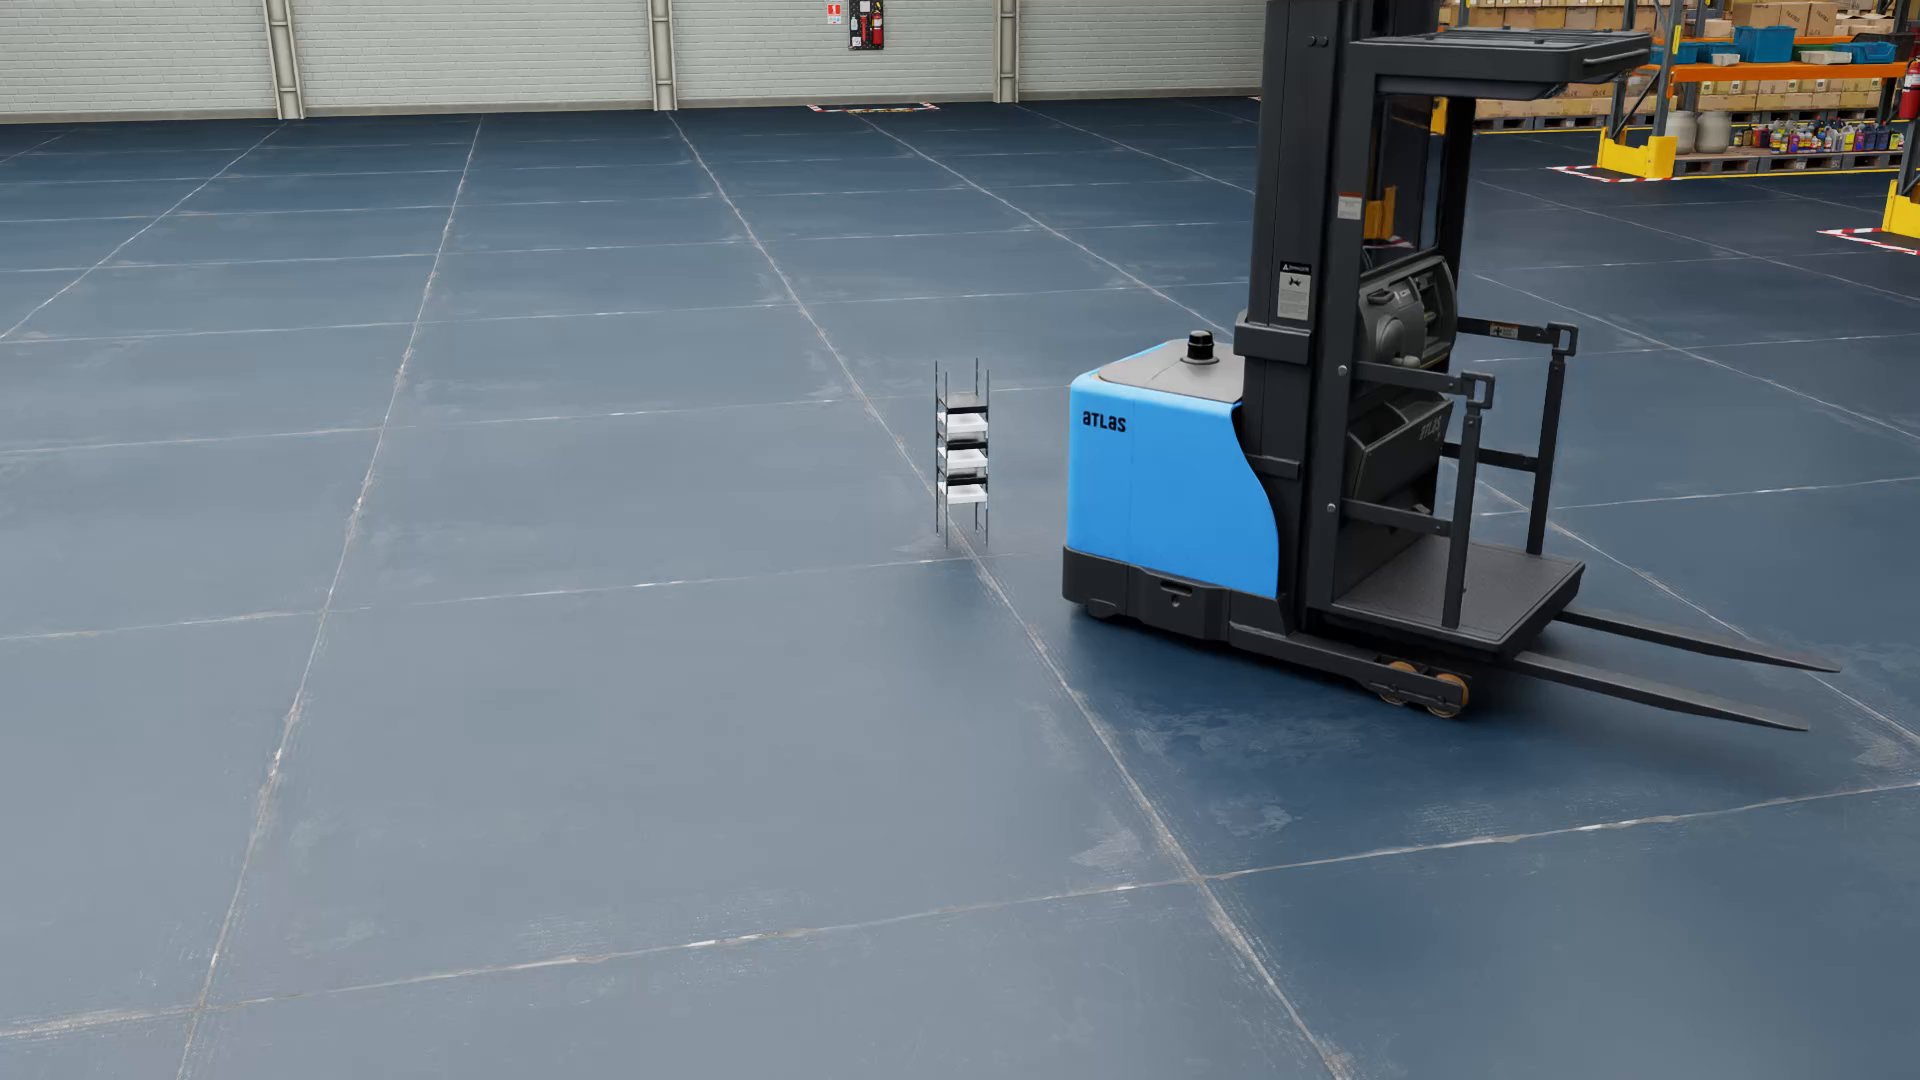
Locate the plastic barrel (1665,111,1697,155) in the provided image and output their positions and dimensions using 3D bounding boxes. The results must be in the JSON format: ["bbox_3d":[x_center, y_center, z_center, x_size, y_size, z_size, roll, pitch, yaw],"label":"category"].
[{"bbox_3d":[9.072,-5.147,21.010,0.421,0.512,0.421,0,20,0],"label":"plastic barrel"}]

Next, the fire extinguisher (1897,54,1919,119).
[{"bbox_3d":[9.372,-4.491,16.326,0.183,0.674,0.296,-5,21,-12],"label":"fire extinguisher"}]

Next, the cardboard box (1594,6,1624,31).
[{"bbox_3d":[9.775,-7.942,25.491,0.500,0.500,0.700,-4,21,-12],"label":"cardboard box"}]

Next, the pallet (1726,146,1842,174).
[{"bbox_3d":[10.489,-4.910,21.413,1.213,0.211,1.003,-5,21,-12],"label":"pallet"}]

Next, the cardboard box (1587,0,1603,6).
[{"bbox_3d":[9.497,-8.151,25.118,0.250,0.149,0.380,-4,20,-11],"label":"cardboard box"}]

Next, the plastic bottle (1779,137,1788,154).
[{"bbox_3d":[10.386,-4.980,20.978,0.097,0.201,0.097,0,20,0],"label":"plastic bottle"}]

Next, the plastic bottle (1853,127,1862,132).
[{"bbox_3d":[11.536,-5.169,21.386,0.135,0.276,0.152,-5,21,-12],"label":"plastic bottle"}]

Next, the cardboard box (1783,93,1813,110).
[{"bbox_3d":[13.152,-6.992,26.428,0.500,0.250,0.500,-4,21,-11],"label":"cardboard box"}]

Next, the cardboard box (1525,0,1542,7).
[{"bbox_3d":[8.490,-8.069,24.894,0.250,0.149,0.380,-5,21,-13],"label":"cardboard box"}]

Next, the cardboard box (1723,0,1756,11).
[{"bbox_3d":[14.487,-10.138,31.023,0.500,0.500,0.500,-4,21,-11],"label":"cardboard box"}]

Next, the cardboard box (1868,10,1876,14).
[{"bbox_3d":[17.344,-10.048,31.720,0.250,0.149,0.380,-4,21,-11],"label":"cardboard box"}]

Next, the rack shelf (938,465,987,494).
[{"bbox_3d":[0.008,-0.307,8.204,0.200,0.077,0.258,-5,21,-12],"label":"rack shelf"}]

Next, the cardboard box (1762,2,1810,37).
[{"bbox_3d":[12.957,-8.199,26.190,0.500,0.500,0.500,-5,21,-12],"label":"cardboard box"}]

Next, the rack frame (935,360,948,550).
[{"bbox_3d":[-0.091,-0.415,8.140,0.006,0.900,0.240,-5,21,-12],"label":"rack frame"}]

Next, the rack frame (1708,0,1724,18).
[{"bbox_3d":[13.955,-9.990,31.224,0.127,3.000,1.000,-5,21,-12],"label":"rack frame"}]

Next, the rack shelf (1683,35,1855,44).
[{"bbox_3d":[13.152,-7.836,26.390,4.000,0.370,1.077,-5,21,-12],"label":"rack shelf"}]

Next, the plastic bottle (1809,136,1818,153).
[{"bbox_3d":[10.813,-5.015,21.072,0.097,0.201,0.097,0,20,0],"label":"plastic bottle"}]

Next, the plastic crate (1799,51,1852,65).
[{"bbox_3d":[10.820,-6.020,20.770,0.437,0.136,0.530,-5,21,-12],"label":"plastic crate"}]

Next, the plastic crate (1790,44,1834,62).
[{"bbox_3d":[10.956,-6.244,21.308,0.662,0.188,0.450,-5,21,-12],"label":"plastic crate"}]

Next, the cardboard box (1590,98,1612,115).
[{"bbox_3d":[9.833,-6.731,25.714,0.500,0.250,0.500,-5,21,-12],"label":"cardboard box"}]

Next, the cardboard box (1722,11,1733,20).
[{"bbox_3d":[14.329,-9.830,31.123,0.250,0.149,0.380,-5,21,-13],"label":"cardboard box"}]

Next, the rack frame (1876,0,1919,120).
[{"bbox_3d":[15.099,-8.332,26.698,0.127,3.000,1.000,-5,21,-12],"label":"rack frame"}]

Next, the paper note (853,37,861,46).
[{"bbox_3d":[-1.789,-8.639,28.818,0.142,0.148,0.016,-5,21,-12],"label":"paper note"}]

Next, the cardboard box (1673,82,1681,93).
[{"bbox_3d":[11.534,-7.313,26.488,0.500,0.311,0.500,-5,21,-12],"label":"cardboard box"}]

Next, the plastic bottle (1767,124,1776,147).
[{"bbox_3d":[10.522,-5.282,21.692,0.135,0.276,0.152,-5,21,-14],"label":"plastic bottle"}]

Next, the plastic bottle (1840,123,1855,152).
[{"bbox_3d":[11.281,-5.131,21.173,0.185,0.351,0.144,-5,21,-13],"label":"plastic bottle"}]

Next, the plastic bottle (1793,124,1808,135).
[{"bbox_3d":[10.922,-5.263,21.642,0.135,0.276,0.152,-5,21,-12],"label":"plastic bottle"}]

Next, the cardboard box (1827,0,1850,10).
[{"bbox_3d":[16.471,-10.301,31.467,0.500,0.500,0.500,-5,21,-12],"label":"cardboard box"}]

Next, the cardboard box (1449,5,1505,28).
[{"bbox_3d":[7.771,-7.778,25.042,0.500,0.500,0.700,-5,21,-12],"label":"cardboard box"}]

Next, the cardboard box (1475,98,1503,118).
[{"bbox_3d":[7.886,-6.573,25.283,0.500,0.250,0.500,-5,21,-12],"label":"cardboard box"}]

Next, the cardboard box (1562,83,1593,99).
[{"bbox_3d":[9.347,-7.043,25.476,0.500,0.500,0.500,-5,21,-12],"label":"cardboard box"}]

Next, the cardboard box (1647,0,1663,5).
[{"bbox_3d":[10.495,-8.233,25.340,0.250,0.149,0.380,-5,21,-14],"label":"cardboard box"}]

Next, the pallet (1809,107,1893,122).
[{"bbox_3d":[14.288,-6.970,27.036,1.213,0.211,1.003,-5,21,-12],"label":"pallet"}]

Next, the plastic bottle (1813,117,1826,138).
[{"bbox_3d":[11.277,-5.380,21.851,0.185,0.351,0.144,-6,21,-15],"label":"plastic bottle"}]

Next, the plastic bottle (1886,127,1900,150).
[{"bbox_3d":[11.950,-5.139,21.293,0.133,0.283,0.061,-4,20,-10],"label":"plastic bottle"}]

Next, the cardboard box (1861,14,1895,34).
[{"bbox_3d":[14.735,-8.276,26.675,0.500,0.311,0.500,-3,20,-9],"label":"cardboard box"}]

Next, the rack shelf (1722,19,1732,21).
[{"bbox_3d":[15.901,-9.810,31.780,4.000,0.370,1.077,-5,21,-12],"label":"rack shelf"}]

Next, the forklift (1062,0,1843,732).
[{"bbox_3d":[1.948,-0.896,6.499,3.031,2.935,1.130,14,24,33],"label":"forklift"}]

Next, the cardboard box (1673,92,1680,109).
[{"bbox_3d":[11.543,-7.051,26.589,0.500,0.250,0.500,-5,21,-13],"label":"cardboard box"}]

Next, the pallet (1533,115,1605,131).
[{"bbox_3d":[9.233,-6.559,25.913,1.213,0.211,1.003,-5,21,-12],"label":"pallet"}]

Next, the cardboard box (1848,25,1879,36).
[{"bbox_3d":[14.287,-8.050,26.295,0.250,0.149,0.380,-5,21,-12],"label":"cardboard box"}]

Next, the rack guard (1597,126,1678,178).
[{"bbox_3d":[8.513,-4.888,20.932,0.348,0.500,1.175,-5,21,-12],"label":"rack guard"}]

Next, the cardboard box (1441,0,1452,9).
[{"bbox_3d":[8.697,-9.745,29.656,0.500,0.500,0.500,-5,21,-14],"label":"cardboard box"}]

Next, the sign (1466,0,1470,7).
[{"bbox_3d":[7.435,-7.956,24.299,0.005,0.325,0.100,-5,21,-12],"label":"sign"}]

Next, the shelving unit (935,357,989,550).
[{"bbox_3d":[0.008,-0.423,8.162,0.210,0.900,0.258,-5,21,-12],"label":"shelving unit"}]

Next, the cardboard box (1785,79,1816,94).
[{"bbox_3d":[13.161,-7.256,26.333,0.500,0.311,0.500,-4,21,-11],"label":"cardboard box"}]

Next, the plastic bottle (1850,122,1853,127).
[{"bbox_3d":[11.648,-5.339,21.838,0.133,0.283,0.061,-5,21,-12],"label":"plastic bottle"}]
